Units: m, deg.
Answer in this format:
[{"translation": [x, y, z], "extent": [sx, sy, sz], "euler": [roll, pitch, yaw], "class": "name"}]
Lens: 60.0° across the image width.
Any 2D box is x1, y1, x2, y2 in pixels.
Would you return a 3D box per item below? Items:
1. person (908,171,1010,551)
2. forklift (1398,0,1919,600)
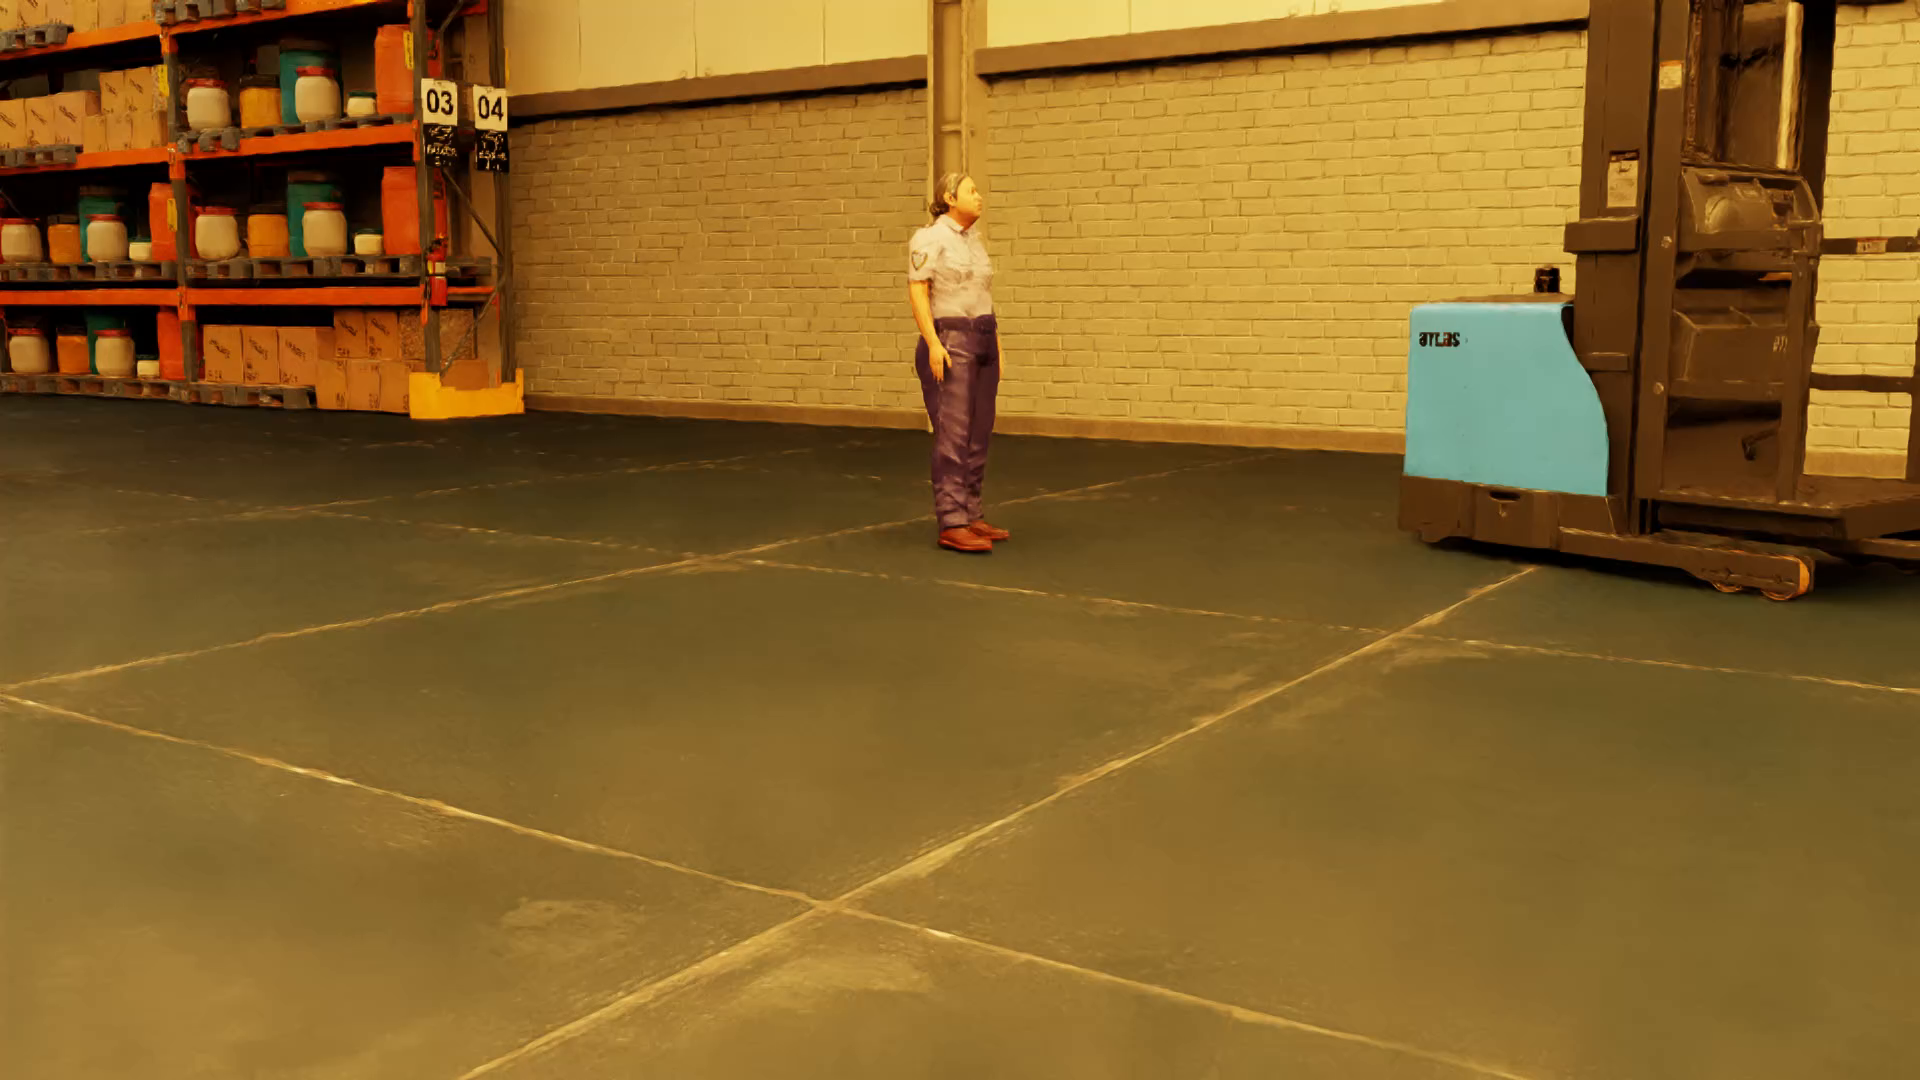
[{"translation": [0.062, -0.813, 7.418], "extent": [0.502, 1.650, 0.599], "euler": [5, 10, 34], "class": "person"}, {"translation": [3.245, -1.308, 6.390], "extent": [1.130, 2.935, 3.031], "euler": [-6, 10, -36], "class": "forklift"}]
